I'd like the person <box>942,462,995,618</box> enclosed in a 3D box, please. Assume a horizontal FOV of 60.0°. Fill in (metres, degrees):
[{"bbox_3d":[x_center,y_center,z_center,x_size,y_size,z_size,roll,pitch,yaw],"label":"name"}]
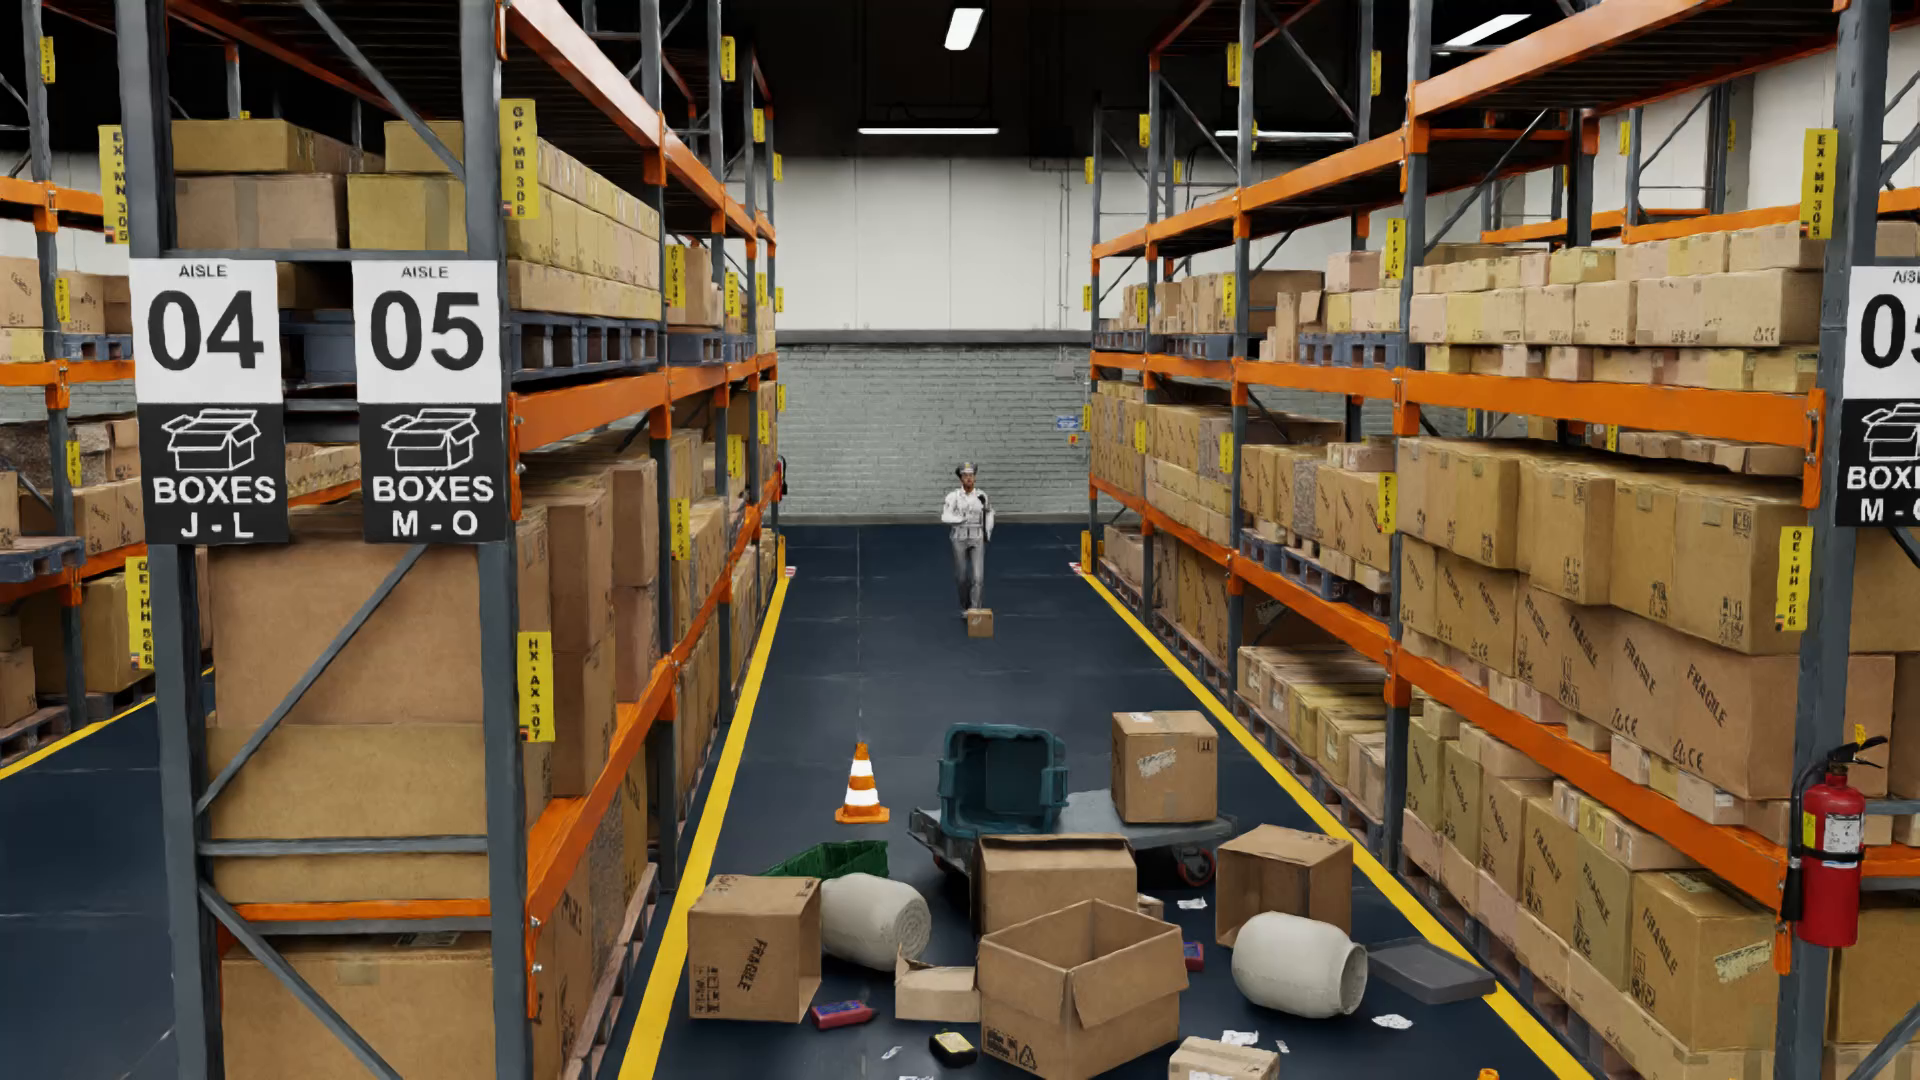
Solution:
[{"bbox_3d":[0.098,0.034,17.354,0.573,1.679,0.794,0,7,-2],"label":"person"}]
